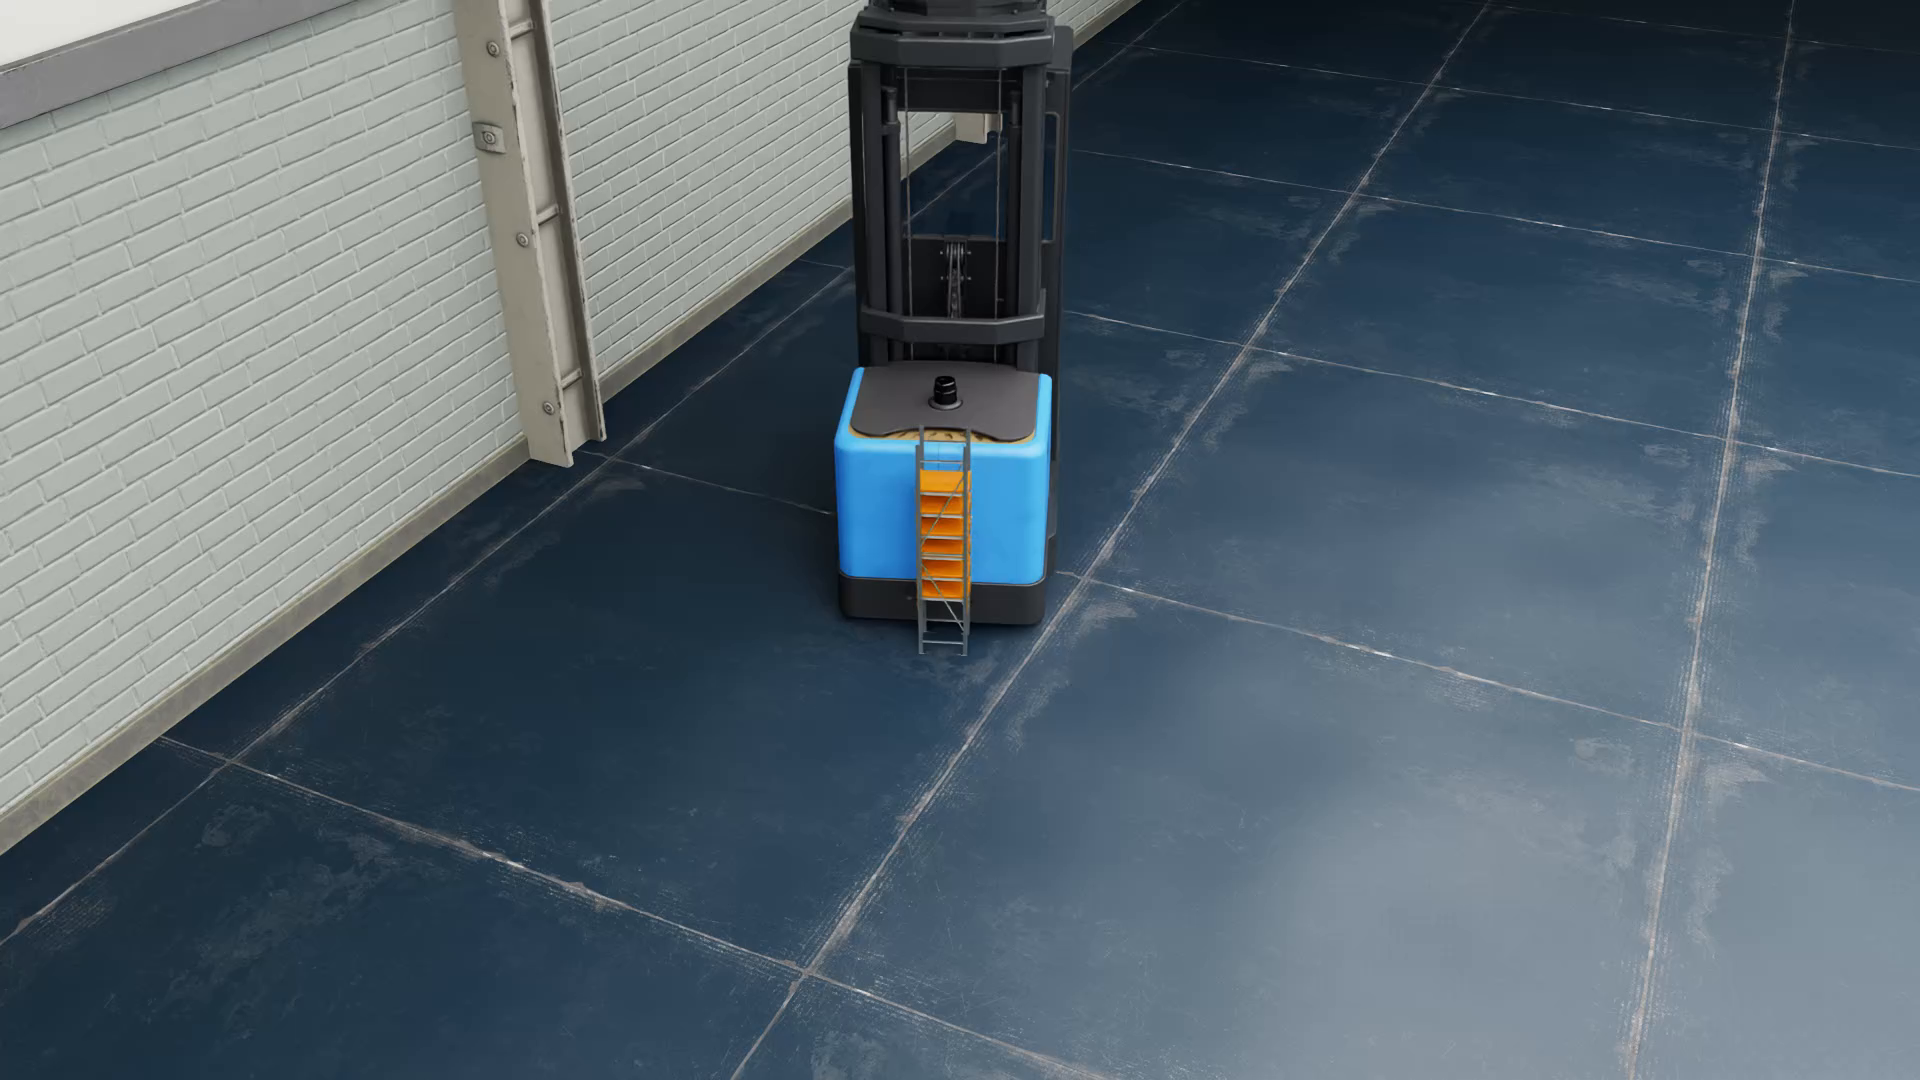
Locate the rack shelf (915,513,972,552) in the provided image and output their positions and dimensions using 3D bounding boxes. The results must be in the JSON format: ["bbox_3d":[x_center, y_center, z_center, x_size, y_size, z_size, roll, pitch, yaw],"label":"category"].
[{"bbox_3d":[-0.078,-0.042,7.950,0.258,0.103,0.180,2,33,4],"label":"rack shelf"}]

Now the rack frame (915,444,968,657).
[{"bbox_3d":[-0.085,0.071,7.915,0.240,1.200,0.006,2,33,4],"label":"rack frame"}]

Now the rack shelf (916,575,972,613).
[{"bbox_3d":[-0.078,0.259,8.148,0.258,0.103,0.180,2,33,4],"label":"rack shelf"}]

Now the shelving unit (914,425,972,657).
[{"bbox_3d":[-0.078,0.021,7.992,0.258,1.200,0.189,2,33,4],"label":"shelving unit"}]

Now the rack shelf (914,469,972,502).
[{"bbox_3d":[-0.078,-0.243,7.819,0.258,0.103,0.180,2,33,4],"label":"rack shelf"}]

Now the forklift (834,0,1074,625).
[{"bbox_3d":[0.014,-1.585,8.863,1.130,2.935,3.031,2,33,4],"label":"forklift"}]

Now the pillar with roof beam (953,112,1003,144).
[{"bbox_3d":[4.064,-6.321,10.552,9.100,9.000,0.400,14,36,20],"label":"pillar with roof beam"}]

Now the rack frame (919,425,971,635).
[{"bbox_3d":[-0.070,-0.029,8.068,0.240,1.200,0.006,2,33,4],"label":"rack frame"}]

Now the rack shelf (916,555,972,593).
[{"bbox_3d":[-0.078,0.159,8.082,0.258,0.103,0.180,2,33,4],"label":"rack shelf"}]

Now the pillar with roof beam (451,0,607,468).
[{"bbox_3d":[1.553,-3.333,5.995,9.100,9.000,0.400,14,36,20],"label":"pillar with roof beam"}]

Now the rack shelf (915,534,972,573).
[{"bbox_3d":[-0.078,0.059,8.016,0.258,0.103,0.180,2,33,4],"label":"rack shelf"}]

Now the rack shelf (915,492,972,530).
[{"bbox_3d":[-0.078,-0.142,7.884,0.258,0.103,0.180,2,33,4],"label":"rack shelf"}]
